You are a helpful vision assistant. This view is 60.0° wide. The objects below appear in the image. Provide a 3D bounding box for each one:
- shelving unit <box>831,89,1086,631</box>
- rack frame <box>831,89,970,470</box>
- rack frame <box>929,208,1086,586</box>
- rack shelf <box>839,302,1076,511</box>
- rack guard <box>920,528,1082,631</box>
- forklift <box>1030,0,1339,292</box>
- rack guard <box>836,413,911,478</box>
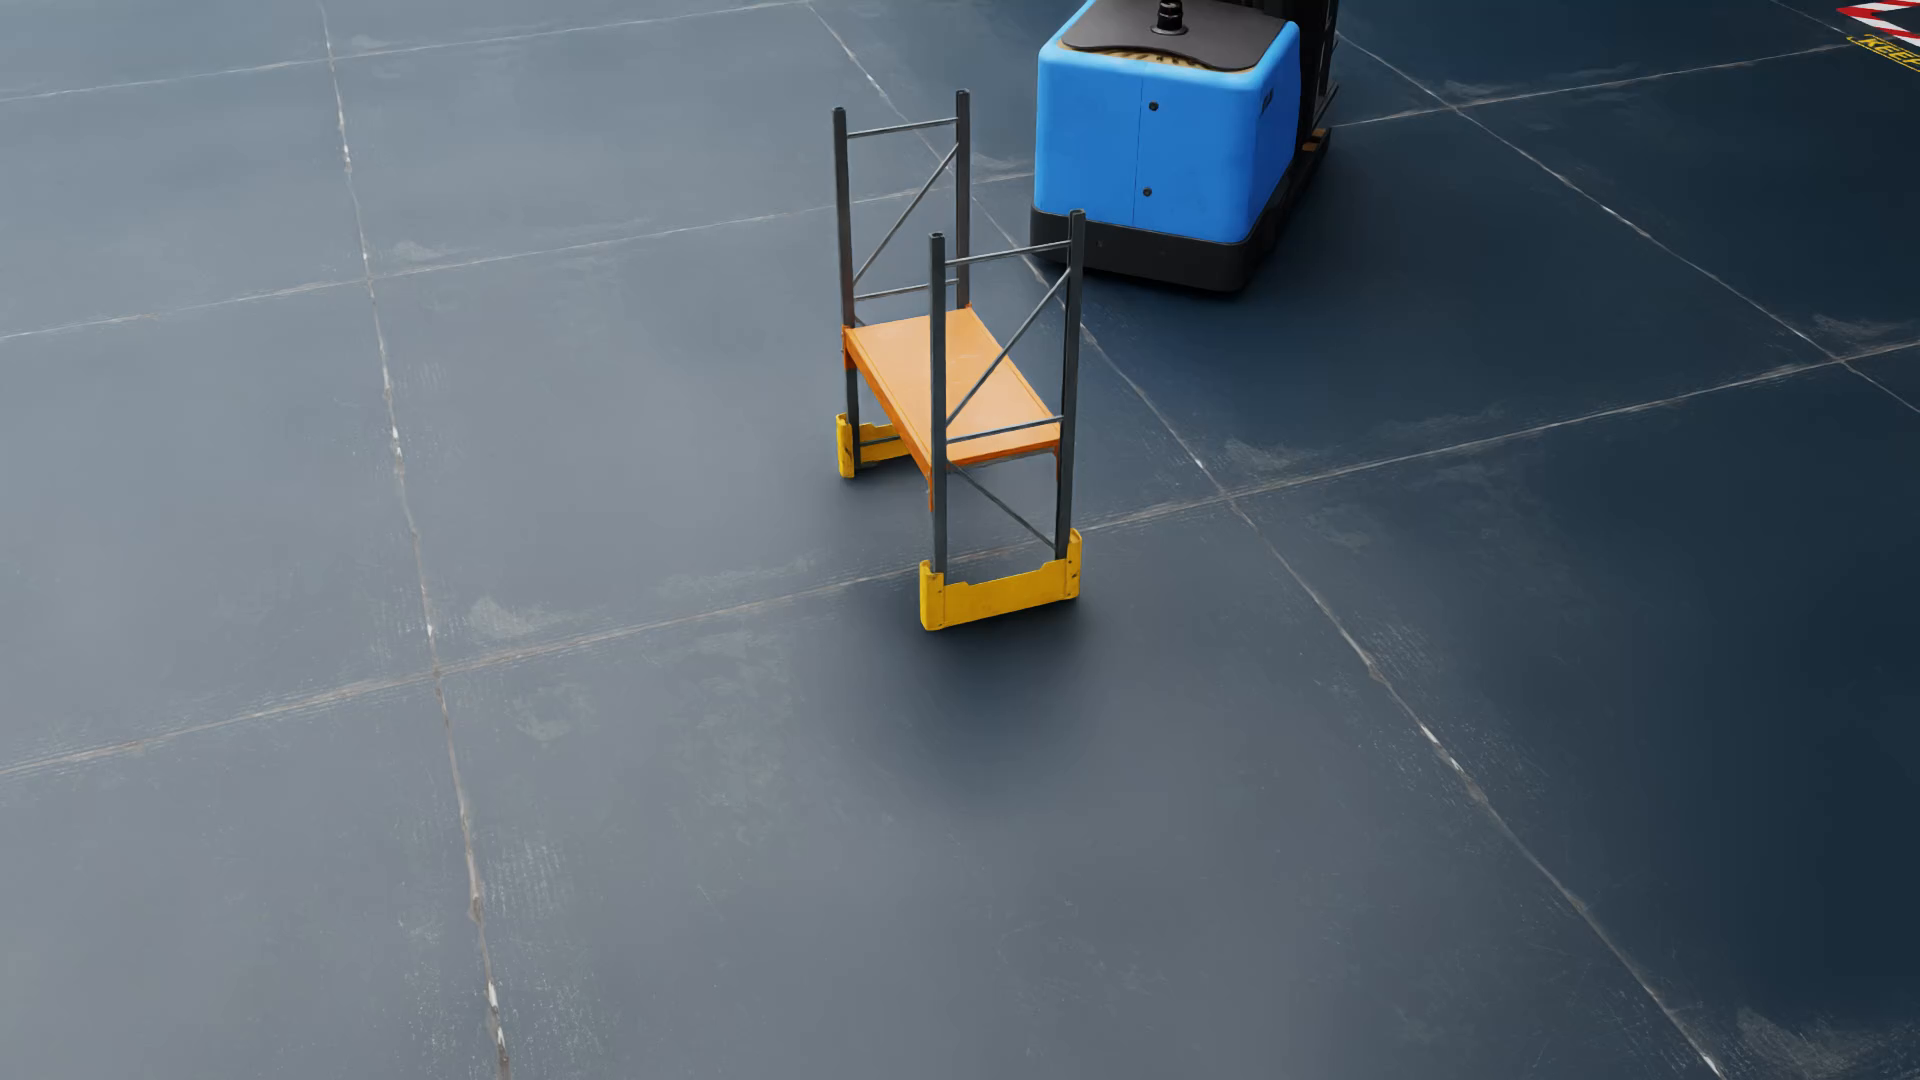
[{"bbox_3d":[-0.026,-0.642,5.856,0.587,1.500,1.083,-12,39,-16],"label":"shelving unit"},{"bbox_3d":[-0.204,-0.934,6.244,0.500,1.500,0.032,-12,39,-16],"label":"rack frame"},{"bbox_3d":[0.146,-0.360,5.481,0.500,1.500,0.032,-12,39,-16],"label":"rack frame"},{"bbox_3d":[-0.029,-0.504,5.971,0.538,0.185,1.000,-12,39,-16],"label":"rack shelf"},{"bbox_3d":[0.145,0.138,5.858,0.587,0.250,0.087,-12,39,-16],"label":"rack guard"},{"bbox_3d":[1.353,-3.198,8.059,1.130,2.935,3.031,14,39,17],"label":"forklift"},{"bbox_3d":[-0.198,-0.424,6.605,0.587,0.250,0.087,-12,39,-16],"label":"rack guard"}]
